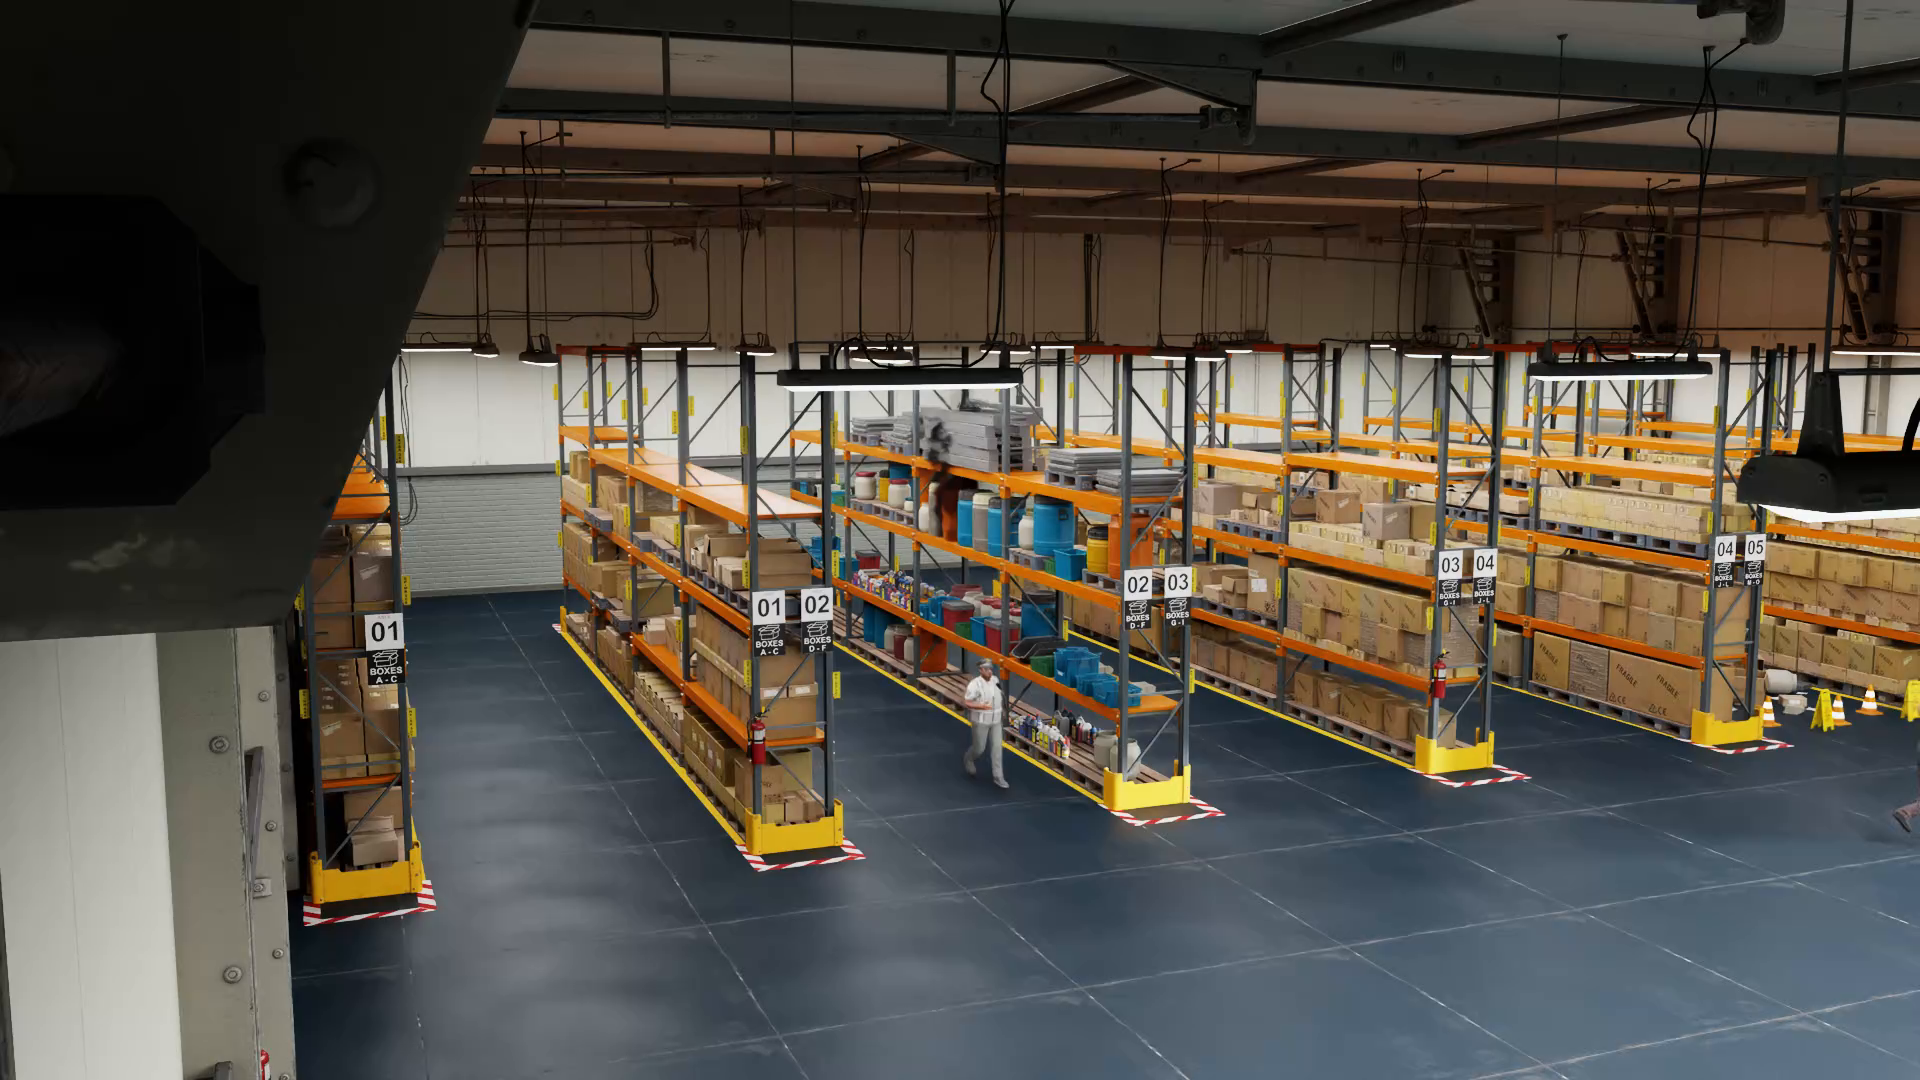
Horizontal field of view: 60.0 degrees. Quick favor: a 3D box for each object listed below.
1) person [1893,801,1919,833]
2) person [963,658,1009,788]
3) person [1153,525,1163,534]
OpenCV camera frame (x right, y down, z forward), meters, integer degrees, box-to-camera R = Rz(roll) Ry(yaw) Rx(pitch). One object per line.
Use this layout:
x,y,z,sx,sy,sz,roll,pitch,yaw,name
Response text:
12.017,2.892,20.418,0.908,1.699,0.684,2,8,19,person
0.371,2.494,23.075,0.665,1.752,1.010,-4,8,-28,person
4.799,0.344,41.024,0.579,1.667,0.690,-6,10,-41,person
